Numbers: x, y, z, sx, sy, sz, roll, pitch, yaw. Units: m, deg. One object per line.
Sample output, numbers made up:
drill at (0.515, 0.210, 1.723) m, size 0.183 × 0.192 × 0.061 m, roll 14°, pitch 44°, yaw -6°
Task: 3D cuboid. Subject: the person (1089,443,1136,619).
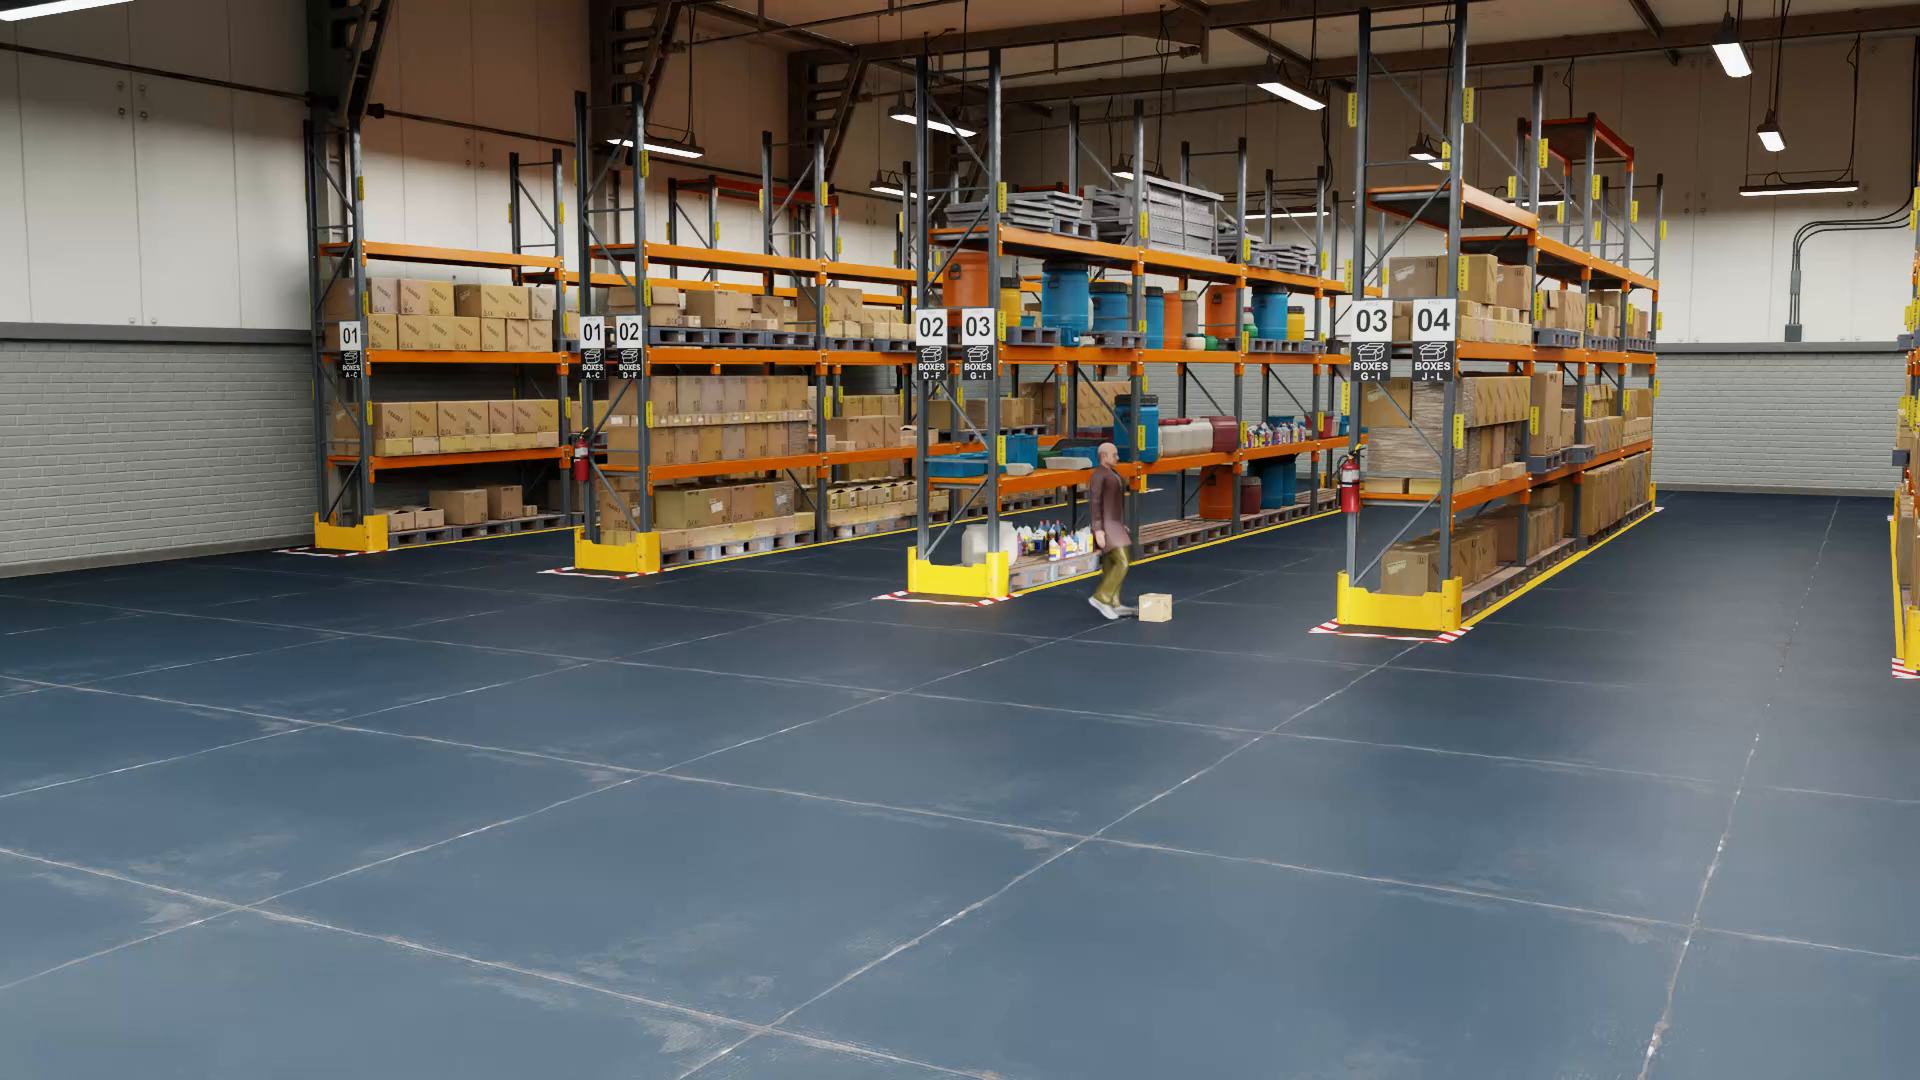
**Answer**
person at (1.582, -0.094, 17.045) m, size 0.447 × 1.812 × 0.640 m, roll 2°, pitch 6°, yaw 17°
